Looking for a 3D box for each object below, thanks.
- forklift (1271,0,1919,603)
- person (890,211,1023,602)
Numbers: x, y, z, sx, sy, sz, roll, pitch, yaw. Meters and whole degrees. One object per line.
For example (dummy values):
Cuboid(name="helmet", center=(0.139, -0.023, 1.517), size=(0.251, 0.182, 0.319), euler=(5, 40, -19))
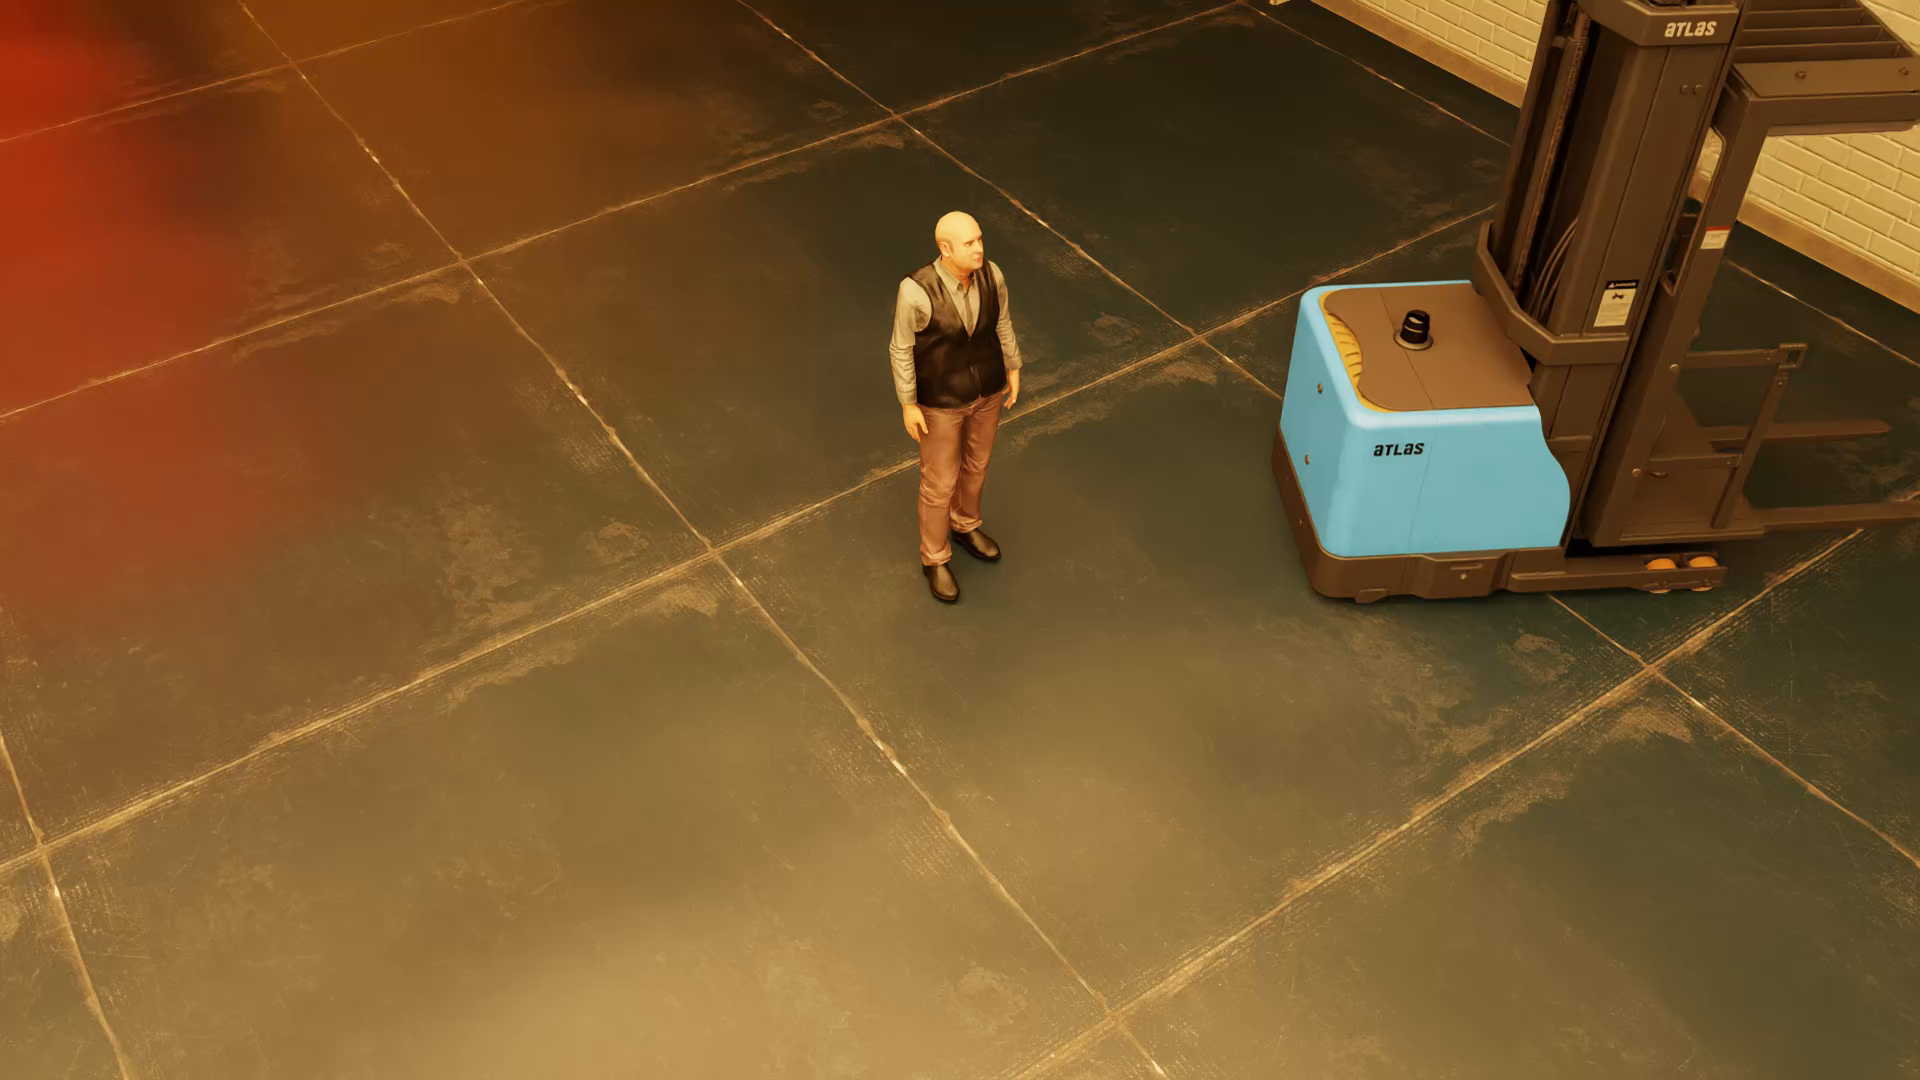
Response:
Cuboid(name="forklift", center=(3.072, -1.190, 7.007), size=(3.031, 2.935, 1.130), euler=(-3, 43, -3))
Cuboid(name="person", center=(0.030, -0.601, 7.249), size=(0.634, 1.722, 0.566), euler=(-25, 48, -25))
